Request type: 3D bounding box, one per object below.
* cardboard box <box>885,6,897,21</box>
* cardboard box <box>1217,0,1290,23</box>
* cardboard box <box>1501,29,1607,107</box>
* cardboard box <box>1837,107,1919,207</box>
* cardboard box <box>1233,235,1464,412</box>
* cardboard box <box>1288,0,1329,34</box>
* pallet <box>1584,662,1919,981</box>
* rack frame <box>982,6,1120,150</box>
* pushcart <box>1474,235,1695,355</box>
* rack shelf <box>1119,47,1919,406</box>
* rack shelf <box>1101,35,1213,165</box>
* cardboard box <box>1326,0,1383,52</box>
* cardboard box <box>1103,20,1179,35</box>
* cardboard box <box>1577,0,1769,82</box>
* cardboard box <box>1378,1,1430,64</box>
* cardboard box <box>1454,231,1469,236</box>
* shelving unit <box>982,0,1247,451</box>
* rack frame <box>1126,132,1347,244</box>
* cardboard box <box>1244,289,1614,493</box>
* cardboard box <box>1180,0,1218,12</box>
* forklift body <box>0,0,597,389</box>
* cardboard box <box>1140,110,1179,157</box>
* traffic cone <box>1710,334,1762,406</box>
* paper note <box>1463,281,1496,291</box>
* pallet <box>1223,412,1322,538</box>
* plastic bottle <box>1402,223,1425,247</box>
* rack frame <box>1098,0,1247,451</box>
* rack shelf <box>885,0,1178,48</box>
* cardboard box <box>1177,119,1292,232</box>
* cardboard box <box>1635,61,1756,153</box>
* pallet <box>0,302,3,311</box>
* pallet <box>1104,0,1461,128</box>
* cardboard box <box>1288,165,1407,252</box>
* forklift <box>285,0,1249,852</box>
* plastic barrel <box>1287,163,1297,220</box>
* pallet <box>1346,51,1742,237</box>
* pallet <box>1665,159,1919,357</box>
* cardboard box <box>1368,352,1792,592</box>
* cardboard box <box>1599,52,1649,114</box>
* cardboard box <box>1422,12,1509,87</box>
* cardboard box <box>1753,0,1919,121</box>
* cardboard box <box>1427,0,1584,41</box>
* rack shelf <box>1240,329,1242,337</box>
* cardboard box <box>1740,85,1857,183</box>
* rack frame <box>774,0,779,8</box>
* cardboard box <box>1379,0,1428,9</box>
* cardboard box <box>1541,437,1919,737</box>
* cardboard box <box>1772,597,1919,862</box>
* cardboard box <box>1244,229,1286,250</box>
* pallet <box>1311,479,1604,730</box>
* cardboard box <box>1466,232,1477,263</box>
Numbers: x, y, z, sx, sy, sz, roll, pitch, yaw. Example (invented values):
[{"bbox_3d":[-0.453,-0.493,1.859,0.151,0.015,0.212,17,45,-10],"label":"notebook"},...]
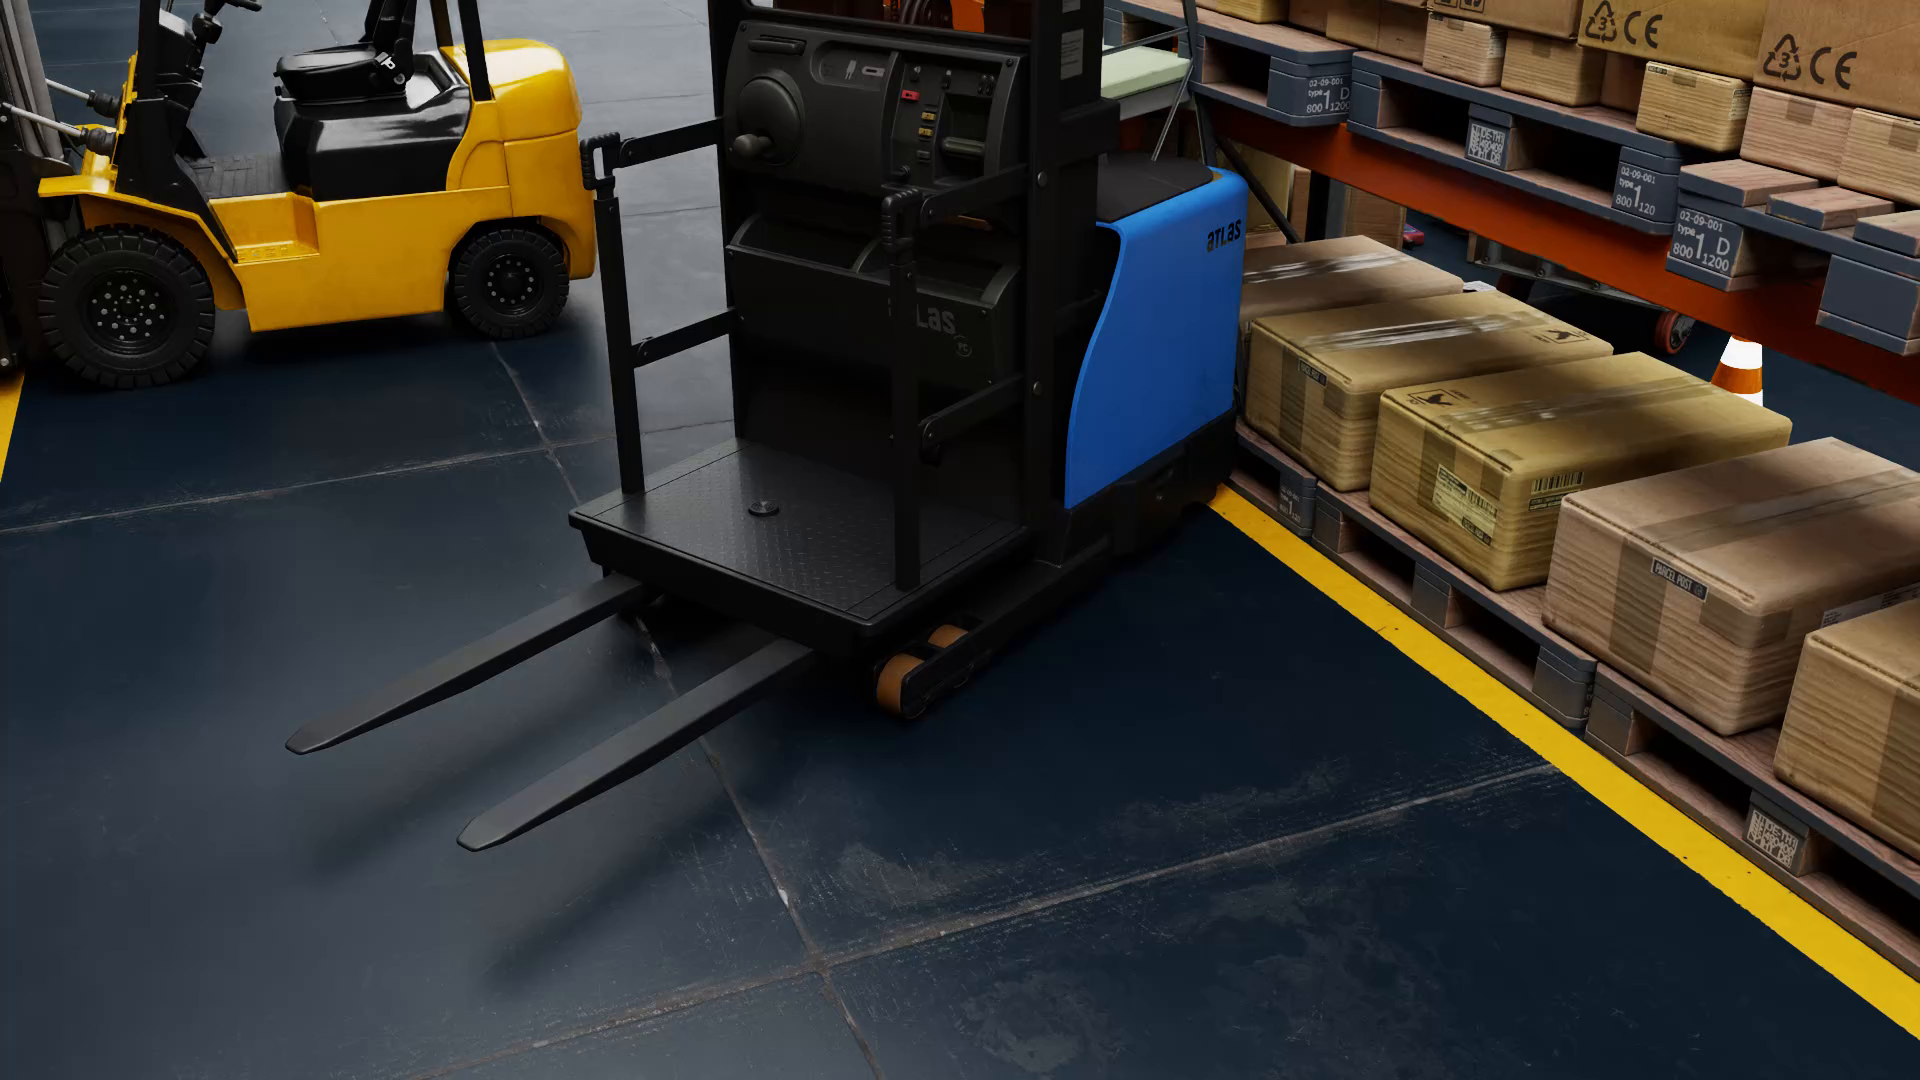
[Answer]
[{"bbox_3d":[-0.494,-2.515,8.783,0.500,0.500,0.500,-12,28,-22],"label":"cardboard box"},{"bbox_3d":[1.017,-1.689,5.098,0.380,0.149,0.250,-10,28,-20],"label":"cardboard box"},{"bbox_3d":[1.543,-1.158,4.010,0.380,0.149,0.250,-12,28,-22],"label":"cardboard box"},{"bbox_3d":[1.912,-0.736,3.145,0.380,0.149,0.250,-11,28,-21],"label":"cardboard box"},{"bbox_3d":[1.209,-0.789,5.964,0.950,0.372,0.625,-10,28,-20],"label":"cardboard box"},{"bbox_3d":[1.198,-1.588,4.891,0.380,0.149,0.250,-9,27,-17],"label":"cardboard box"},{"bbox_3d":[2.263,0.559,3.864,1.003,0.211,1.213,-11,28,-21],"label":"pallet"},{"bbox_3d":[0.410,-1.182,5.917,0.400,1.500,0.023,-20,27,-14],"label":"rack frame"},{"bbox_3d":[3.080,-1.226,7.332,1.648,0.377,0.936,-22,34,-38],"label":"pushcart"},{"bbox_3d":[1.785,-0.862,4.417,1.077,0.370,4.000,-11,28,-21],"label":"rack shelf"},{"bbox_3d":[0.460,-1.397,5.430,0.431,0.370,0.720,-20,27,-14],"label":"rack shelf"},{"bbox_3d":[1.260,-1.477,4.663,0.380,0.149,0.250,-10,28,-20],"label":"cardboard box"},{"bbox_3d":[0.595,-1.957,6.126,0.380,0.149,0.250,-11,28,-21],"label":"cardboard box"},{"bbox_3d":[1.723,-1.291,3.545,0.500,0.500,0.500,-13,29,-24],"label":"cardboard box"},{"bbox_3d":[1.356,-1.376,4.458,0.380,0.149,0.250,-10,28,-20],"label":"cardboard box"},{"bbox_3d":[2.826,-1.897,8.406,0.797,0.637,0.503,-11,28,-21],"label":"cardboard box"},{"bbox_3d":[0.539,-1.055,5.599,0.431,1.500,0.755,-20,27,-14],"label":"shelving unit"},{"bbox_3d":[1.001,-1.993,5.913,1.000,3.000,0.127,-11,28,-21],"label":"rack frame"},{"bbox_3d":[1.494,-0.500,5.371,0.950,0.372,0.625,-9,27,-17],"label":"cardboard box"},{"bbox_3d":[0.927,-1.791,5.308,0.380,0.149,0.250,-10,28,-20],"label":"cardboard box"},{"bbox_3d":[-2.710,-1.920,6.731,2.313,2.155,1.214,-11,28,-21],"label":"forklift body"},{"bbox_3d":[0.523,-1.476,6.654,0.500,0.500,0.500,-11,28,-21],"label":"cardboard box"},{"bbox_3d":[2.775,-0.593,5.937,0.336,0.463,0.334,-11,28,-21],"label":"traffic cone"},{"bbox_3d":[2.364,-1.166,7.603,0.148,0.019,0.142,-11,28,-21],"label":"paper note"},{"bbox_3d":[1.308,-0.426,5.881,1.003,0.211,1.213,-11,28,-21],"label":"pallet"},{"bbox_3d":[2.222,-1.516,8.284,0.133,0.061,0.283,-6,27,-12],"label":"plastic bottle"},{"bbox_3d":[0.667,-0.927,5.281,0.400,1.500,0.023,-20,27,-14],"label":"rack frame"},{"bbox_3d":[0.218,-2.477,7.724,1.077,0.370,4.000,-11,28,-21],"label":"rack shelf"},{"bbox_3d":[1.019,-1.568,6.842,0.500,0.500,0.500,-9,27,-18],"label":"cardboard box"},{"bbox_3d":[1.700,-0.947,3.579,0.380,0.149,0.250,-10,28,-20],"label":"cardboard box"},{"bbox_3d":[-4.319,-0.707,6.457,1.003,0.211,1.213,-11,28,-21],"label":"pallet"},{"bbox_3d":[1.167,-1.573,5.272,1.003,0.211,1.213,-11,28,-21],"label":"pallet"},{"bbox_3d":[1.834,-1.537,7.825,0.500,0.500,0.500,8,27,15],"label":"cardboard box"},{"bbox_3d":[-0.372,-1.097,4.156,1.130,2.935,3.031,18,31,32],"label":"forklift"},{"bbox_3d":[1.637,-1.876,8.610,0.512,0.421,0.421,8,27,15],"label":"plastic barrel"},{"bbox_3d":[1.755,-1.084,4.270,1.003,0.211,1.213,-11,28,-21],"label":"pallet"},{"bbox_3d":[2.191,-0.561,3.199,1.213,0.211,1.003,-11,28,-21],"label":"pallet"},{"bbox_3d":[1.768,-0.219,4.797,0.950,0.372,0.625,-10,28,-19],"label":"cardboard box"},{"bbox_3d":[1.717,-1.070,3.831,0.380,0.149,0.250,-10,28,-20],"label":"cardboard box"},{"bbox_3d":[1.412,-1.260,4.220,0.380,0.149,0.250,-9,28,-19],"label":"cardboard box"},{"bbox_3d":[1.922,-1.088,3.128,0.500,0.500,0.500,-11,28,-21],"label":"cardboard box"},{"bbox_3d":[1.510,-1.512,3.996,0.500,0.500,0.500,-12,28,-23],"label":"cardboard box"},{"bbox_3d":[0.604,-0.768,5.740,0.431,0.370,0.720,-20,27,-14],"label":"rack shelf"},{"bbox_3d":[1.820,-0.839,3.356,0.380,0.149,0.250,-12,28,-23],"label":"cardboard box"},{"bbox_3d":[-0.565,-3.608,9.220,1.000,3.000,0.127,-11,28,-21],"label":"rack frame"},{"bbox_3d":[1.299,-1.718,4.417,0.500,0.500,0.500,-11,28,-21],"label":"cardboard box"},{"bbox_3d":[2.059,0.088,4.168,0.950,0.372,0.625,-11,28,-22],"label":"cardboard box"},{"bbox_3d":[2.356,0.384,3.561,0.950,0.372,0.625,-13,29,-24],"label":"cardboard box"},{"bbox_3d":[1.019,-1.231,7.007,0.500,0.250,0.500,-12,28,-23],"label":"cardboard box"},{"bbox_3d":[1.789,0.068,4.871,1.003,0.211,1.213,-11,28,-21],"label":"pallet"},{"bbox_3d":[2.657,-1.462,7.942,0.396,0.266,0.258,13,29,24],"label":"cardboard box"}]
